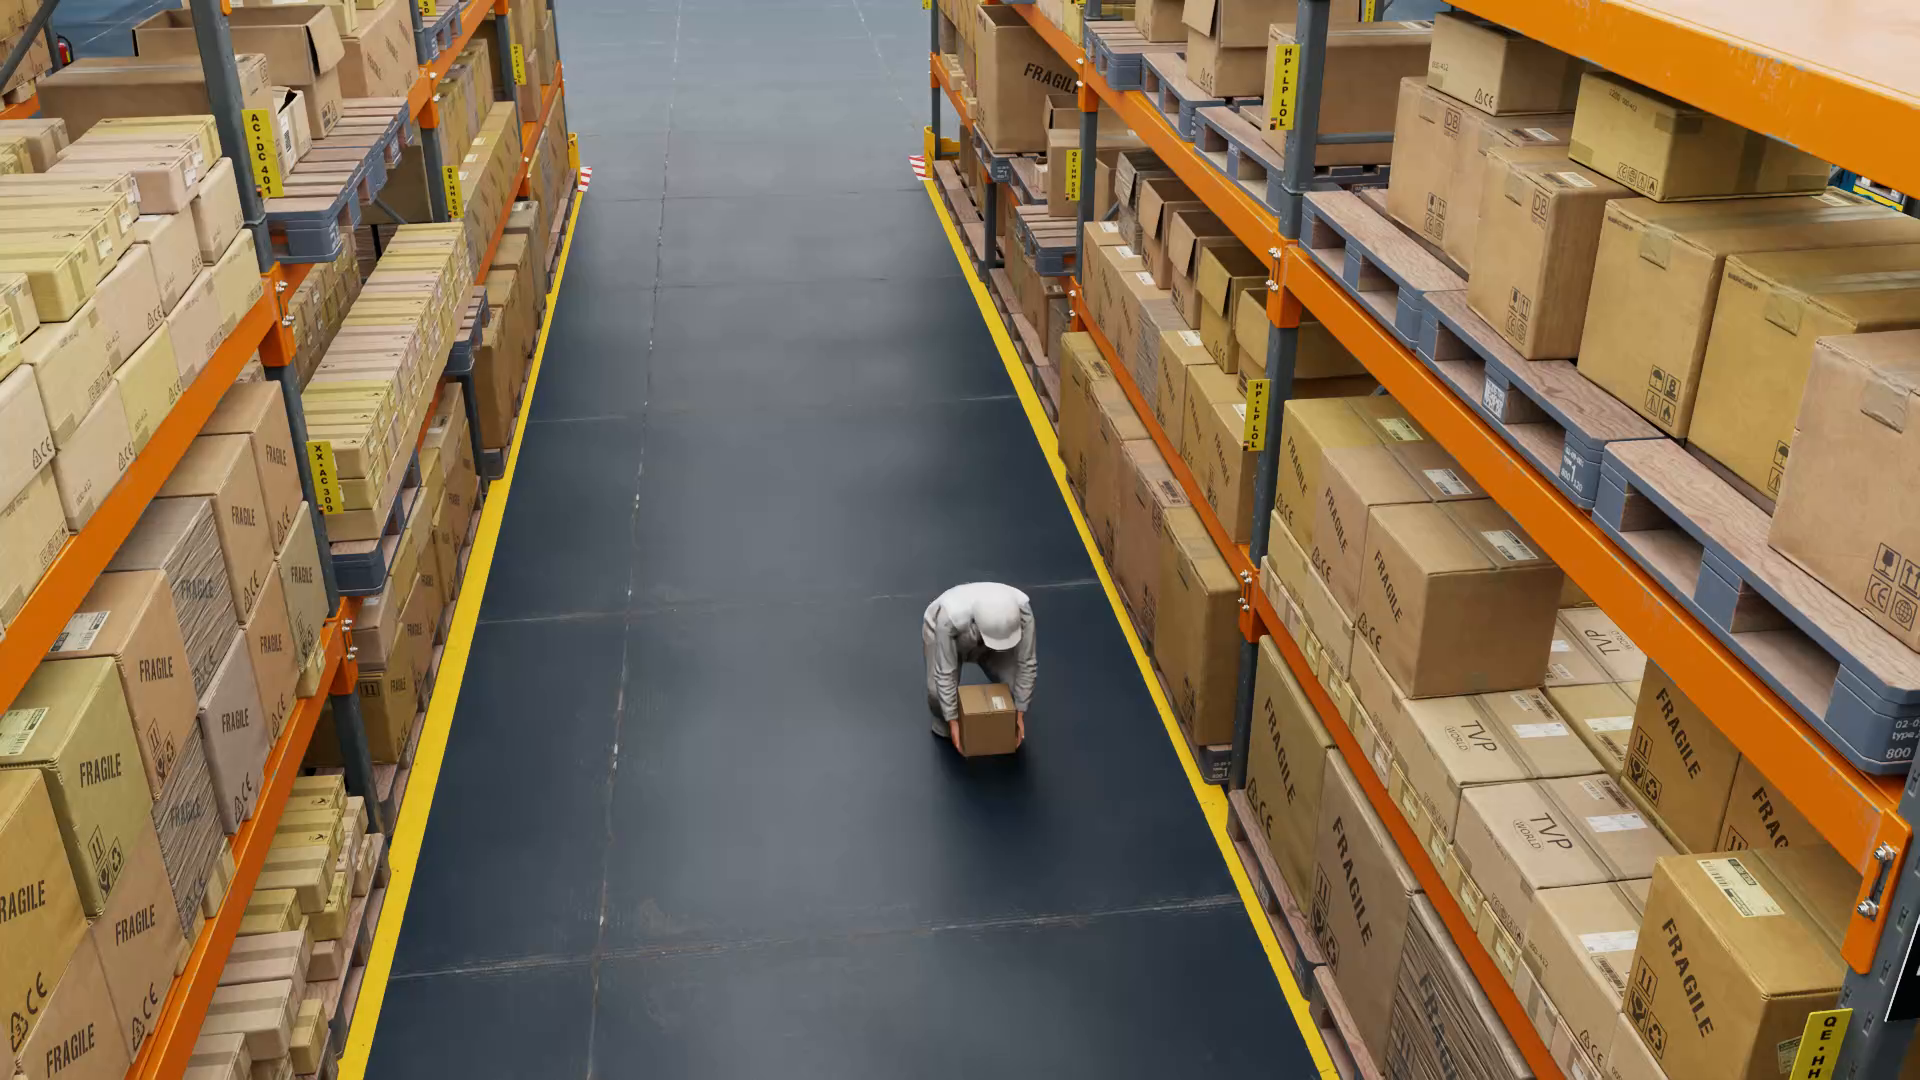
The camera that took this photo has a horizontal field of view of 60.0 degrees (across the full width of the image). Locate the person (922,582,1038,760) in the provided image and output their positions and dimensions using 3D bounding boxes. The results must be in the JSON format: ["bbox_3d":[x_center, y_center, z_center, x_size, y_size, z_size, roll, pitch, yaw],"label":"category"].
[{"bbox_3d":[0.089,0.564,8.337,0.541,1.004,0.875,-4,27,-7],"label":"person"}]
